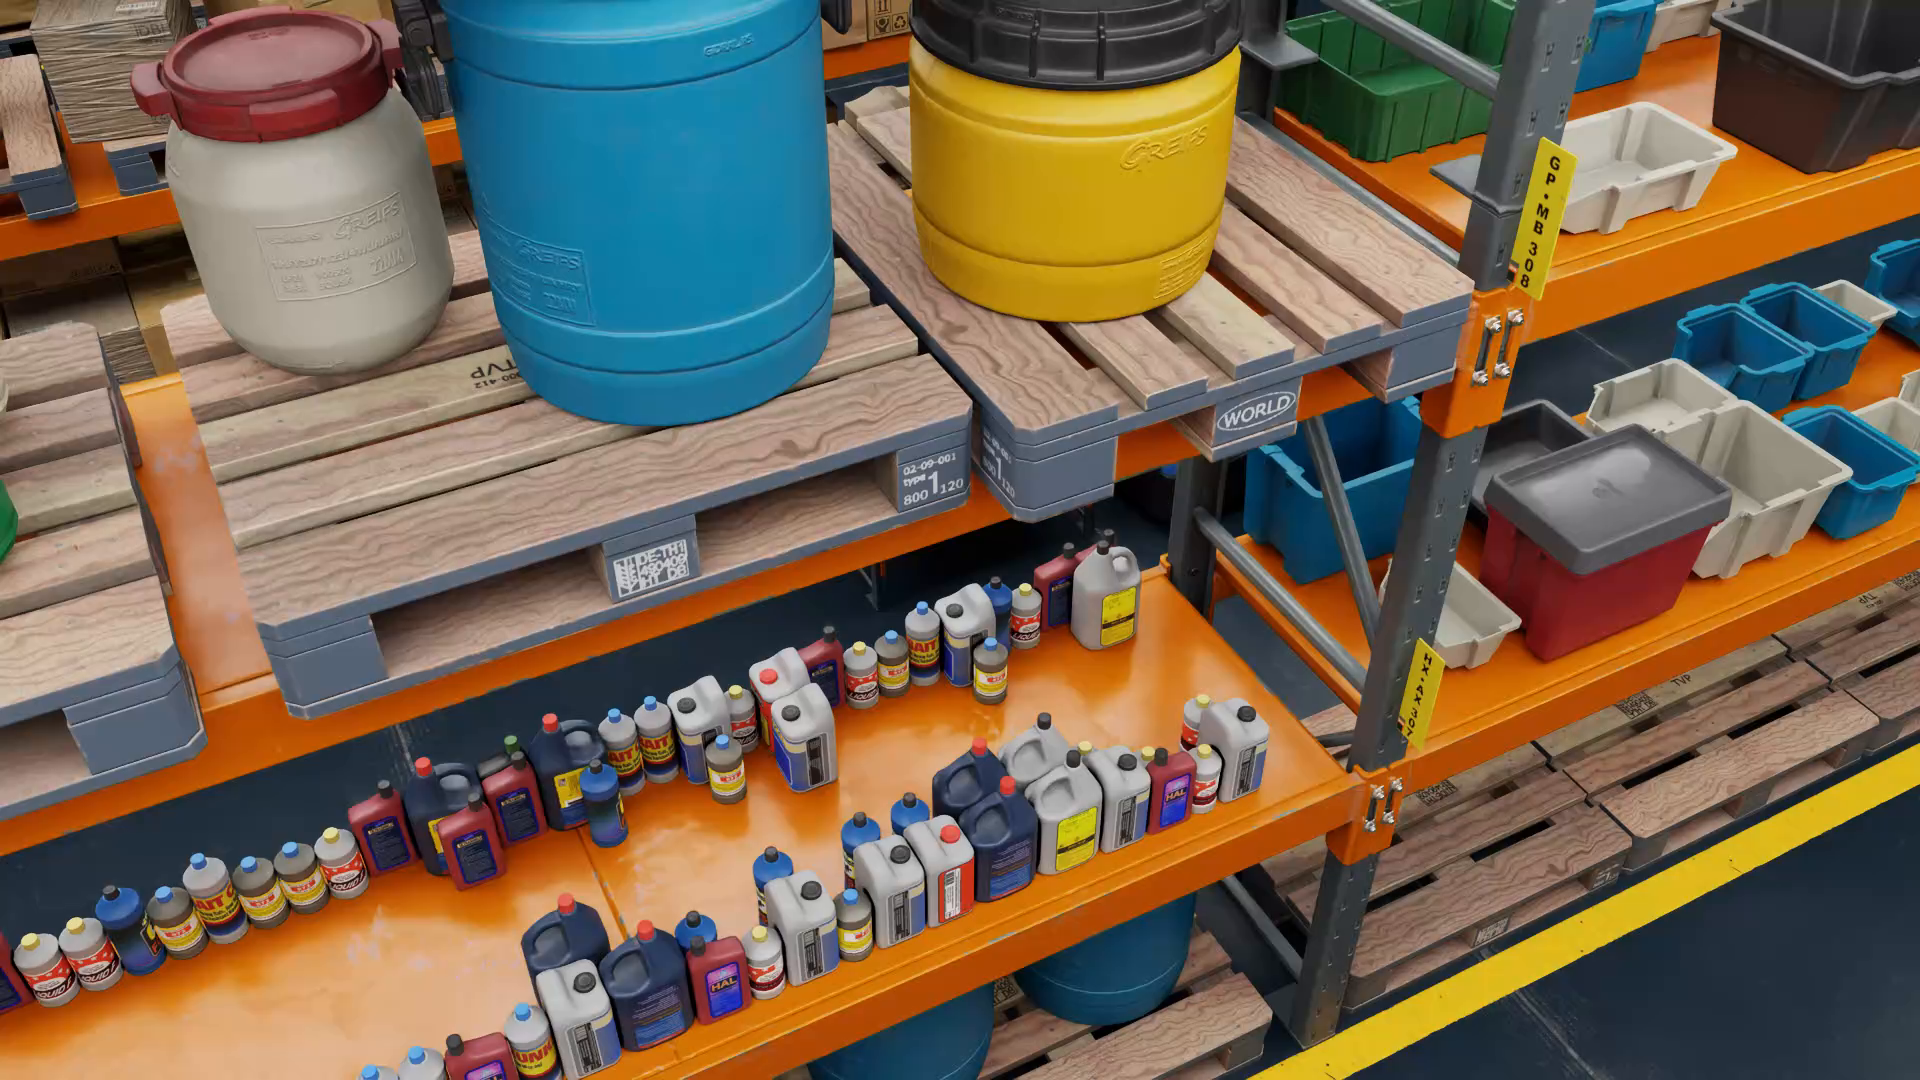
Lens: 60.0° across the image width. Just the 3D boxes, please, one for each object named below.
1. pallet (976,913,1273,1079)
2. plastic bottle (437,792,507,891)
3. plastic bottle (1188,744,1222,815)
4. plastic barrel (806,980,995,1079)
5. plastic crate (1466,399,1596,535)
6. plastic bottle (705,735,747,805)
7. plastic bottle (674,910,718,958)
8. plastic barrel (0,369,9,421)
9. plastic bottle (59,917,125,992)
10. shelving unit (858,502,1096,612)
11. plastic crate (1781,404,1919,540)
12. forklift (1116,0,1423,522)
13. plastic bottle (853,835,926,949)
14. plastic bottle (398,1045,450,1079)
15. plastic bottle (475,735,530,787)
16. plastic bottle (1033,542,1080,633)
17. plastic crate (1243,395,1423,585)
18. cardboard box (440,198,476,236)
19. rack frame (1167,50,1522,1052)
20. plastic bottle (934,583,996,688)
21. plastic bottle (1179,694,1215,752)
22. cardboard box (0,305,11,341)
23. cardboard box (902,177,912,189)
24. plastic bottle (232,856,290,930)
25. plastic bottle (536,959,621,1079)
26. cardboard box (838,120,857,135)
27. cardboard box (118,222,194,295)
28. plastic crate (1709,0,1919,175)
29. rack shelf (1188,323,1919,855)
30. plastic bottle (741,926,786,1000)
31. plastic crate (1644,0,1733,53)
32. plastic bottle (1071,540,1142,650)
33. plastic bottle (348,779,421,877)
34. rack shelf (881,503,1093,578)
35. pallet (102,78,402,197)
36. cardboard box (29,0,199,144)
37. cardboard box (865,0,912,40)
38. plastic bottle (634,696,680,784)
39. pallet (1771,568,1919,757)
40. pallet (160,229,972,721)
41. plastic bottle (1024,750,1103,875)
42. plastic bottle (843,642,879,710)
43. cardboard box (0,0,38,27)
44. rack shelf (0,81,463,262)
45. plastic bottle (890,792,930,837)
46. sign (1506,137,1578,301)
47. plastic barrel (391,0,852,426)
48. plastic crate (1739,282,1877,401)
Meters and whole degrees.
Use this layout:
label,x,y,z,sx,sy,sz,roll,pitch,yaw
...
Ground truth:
label,x,y,z,sx,sy,sz,roll,pitch,yaw
pallet,0.219,1.458,5.365,1.213,0.211,1.003,-19,44,-21
plastic bottle,-1.220,0.746,4.137,0.133,0.283,0.061,-19,44,-21
plastic bottle,0.632,0.616,4.355,0.097,0.201,0.097,0,40,0
plastic barrel,-0.196,1.191,4.820,0.708,0.901,0.600,-19,44,-21
plastic crate,1.791,-0.219,5.354,0.590,0.125,0.437,-19,44,-21
plastic bottle,-0.617,0.594,4.380,0.097,0.201,0.097,0,40,0
plastic bottle,-0.611,0.963,3.890,0.097,0.271,0.097,0,40,0
plastic barrel,-1.742,-0.276,2.714,0.301,0.262,0.301,0,40,0
plastic bottle,-2.062,0.969,3.937,0.097,0.201,0.097,0,40,0
shelving unit,0.006,-0.431,6.889,1.048,1.125,0.538,-19,44,-21
plastic crate,2.767,-0.206,5.255,0.300,0.233,0.416,-19,44,-21
forklift,1.872,-1.939,7.273,3.031,2.935,1.130,-24,46,-25
plastic bottle,-0.169,0.837,4.036,0.135,0.276,0.152,-19,44,-21
plastic bottle,-1.157,1.191,3.621,0.097,0.271,0.097,0,40,0
plastic bottle,-1.168,0.624,4.282,0.133,0.283,0.061,-19,44,-21
plastic bottle,0.281,0.136,4.858,0.133,0.283,0.061,-19,44,-21
plastic crate,1.179,-0.165,5.089,0.575,0.384,0.392,-19,44,-21
cardboard box,-2.555,-1.263,8.014,0.500,0.500,0.500,-18,43,-20
rack frame,0.922,0.187,4.708,0.127,3.000,1.000,-19,44,-21
plastic bottle,0.011,0.263,4.713,0.135,0.276,0.152,-19,44,-21
plastic bottle,0.648,0.500,4.492,0.097,0.201,0.097,0,40,0
cardboard box,-4.375,-0.645,7.284,0.500,0.500,0.500,-17,43,-19
cardboard box,-0.128,-2.004,9.149,0.250,0.166,0.380,-19,44,-21
plastic bottle,-1.717,0.853,4.074,0.097,0.201,0.097,0,40,0
plastic bottle,-0.862,1.070,3.760,0.135,0.276,0.152,-19,44,-21
cardboard box,-0.684,-2.211,9.407,0.250,0.149,0.380,-19,44,-21
cardboard box,-3.730,-1.241,7.988,0.500,0.500,0.500,-20,44,-22
plastic crate,2.150,-1.122,4.033,0.590,0.269,0.497,-19,44,-21
rack shelf,2.696,-0.135,5.645,4.000,0.370,1.077,-19,44,-21
plastic bottle,-0.465,0.985,3.919,0.097,0.201,0.097,0,40,0
plastic crate,1.874,-1.455,4.530,0.466,0.136,0.293,-19,44,-21
plastic bottle,0.424,0.137,4.805,0.185,0.351,0.144,-19,44,-21
plastic bottle,-1.450,0.719,4.169,0.133,0.283,0.061,-19,44,-21
rack shelf,0.006,-0.245,7.047,1.000,0.278,0.538,-19,44,-21
pallet,-3.188,-1.969,7.403,1.213,0.211,1.003,-19,44,-21
cardboard box,-3.505,-2.073,6.975,0.500,0.500,0.700,-11,41,-13
cardboard box,-0.332,-2.841,8.208,0.500,0.500,0.500,-18,43,-20
plastic bottle,-0.807,0.520,4.413,0.097,0.271,0.097,0,40,0
pallet,3.720,0.281,6.754,1.213,0.211,1.003,-19,44,-21
pallet,-0.733,-0.256,3.055,1.213,0.211,1.003,-19,44,-21
plastic bottle,0.258,0.668,4.178,0.185,0.351,0.144,-19,44,-21
plastic bottle,-0.277,0.369,4.646,0.097,0.201,0.097,0,40,0
cardboard box,-6.489,-3.780,10.733,0.750,0.750,0.750,-19,44,-21
rack shelf,-3.137,-1.781,7.589,4.000,0.370,1.077,-19,44,-21
plastic bottle,-0.124,0.732,4.163,0.097,0.271,0.097,0,40,0
sign,1.175,-0.646,3.362,0.005,0.325,0.100,-19,44,-21
plastic barrel,-0.521,-0.713,2.735,0.708,0.901,0.600,-19,44,-21
plastic crate,2.931,-0.688,5.824,0.300,0.233,0.416,-19,44,-21
